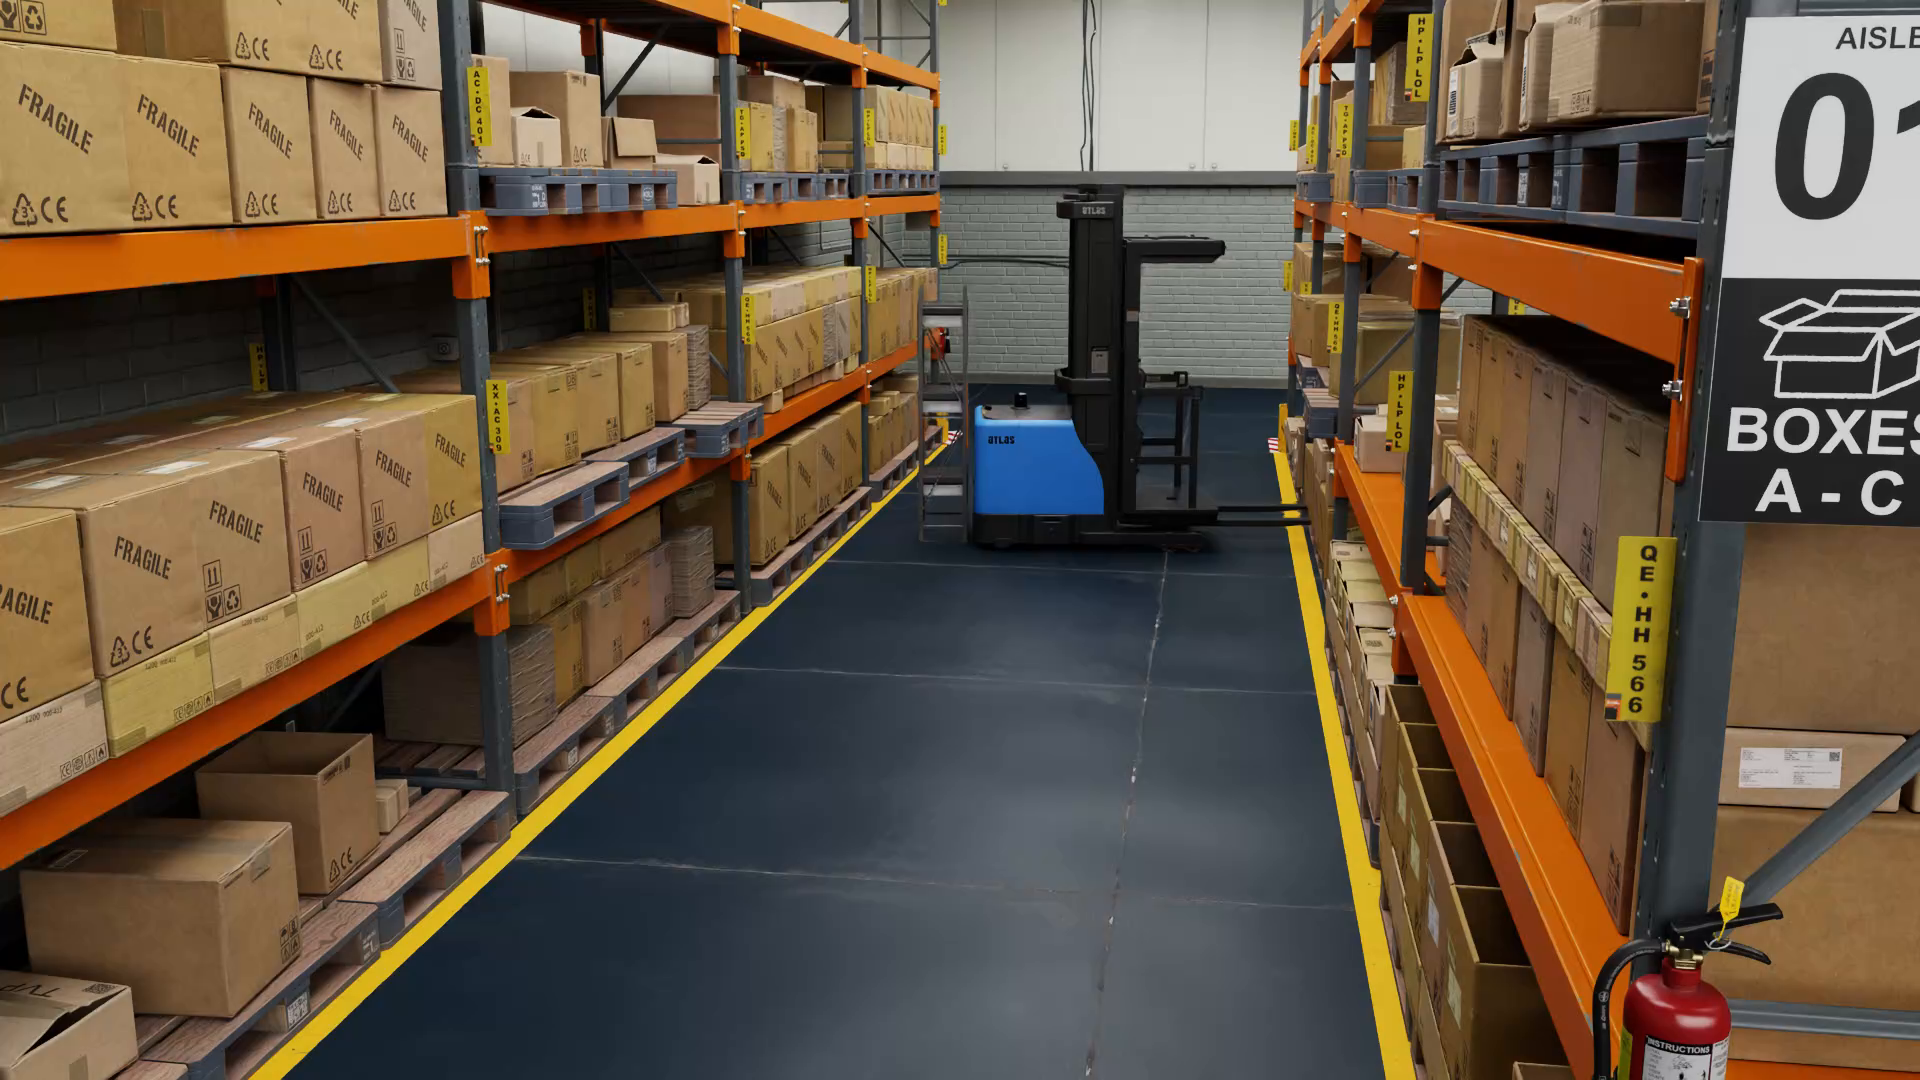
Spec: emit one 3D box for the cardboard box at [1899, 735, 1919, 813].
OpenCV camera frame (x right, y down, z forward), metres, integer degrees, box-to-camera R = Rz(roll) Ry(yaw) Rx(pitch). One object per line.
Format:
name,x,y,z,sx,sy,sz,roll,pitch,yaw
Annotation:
cardboard box,1.974,0.416,3.165,0.380,0.149,0.250,2,12,8

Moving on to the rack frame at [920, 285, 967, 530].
rack frame,-0.137,-1.113,14.172,0.400,2.100,0.015,0,12,0

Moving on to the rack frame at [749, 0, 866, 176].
rack frame,-1.348,-4.734,14.598,1.000,3.000,0.127,2,12,9

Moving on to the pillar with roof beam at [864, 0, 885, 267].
pillar with roof beam,3.081,-6.017,20.552,9.100,9.000,0.400,2,12,9

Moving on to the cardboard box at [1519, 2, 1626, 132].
cardboard box,1.703,-1.204,4.221,0.500,0.311,0.500,3,13,15

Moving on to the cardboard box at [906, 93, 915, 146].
cardboard box,-0.736,-4.273,16.925,0.500,0.500,0.500,1,12,6

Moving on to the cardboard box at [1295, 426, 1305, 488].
cardboard box,3.354,-0.762,15.299,0.500,0.500,0.500,2,12,9

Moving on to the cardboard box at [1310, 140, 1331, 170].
cardboard box,3.353,-3.389,14.646,0.500,0.250,0.500,2,12,9

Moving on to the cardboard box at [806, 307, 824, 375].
cardboard box,-1.397,-1.586,13.241,0.500,0.500,0.500,2,12,10

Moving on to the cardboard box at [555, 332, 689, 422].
cardboard box,-2.085,-1.017,10.310,0.700,0.500,0.500,1,12,3

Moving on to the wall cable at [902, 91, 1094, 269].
wall cable,0.490,-5.214,24.198,3.097,2.526,0.112,2,12,9

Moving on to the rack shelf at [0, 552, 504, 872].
rack shelf,-2.886,0.632,5.646,1.077,0.370,4.000,2,12,9

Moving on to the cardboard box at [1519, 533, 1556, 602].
cardboard box,1.808,0.082,4.715,0.380,0.149,0.250,2,12,8

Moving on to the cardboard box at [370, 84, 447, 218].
cardboard box,-2.413,-1.547,6.646,0.500,0.500,0.500,2,12,10

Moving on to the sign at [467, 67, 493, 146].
sign,-2.041,-1.839,7.058,0.100,0.325,0.005,2,12,9

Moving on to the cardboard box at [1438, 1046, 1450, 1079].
cardboard box,1.632,1.666,4.674,0.500,0.250,0.500,2,12,9

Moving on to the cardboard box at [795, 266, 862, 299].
cardboard box,-1.168,-2.266,14.617,0.500,0.250,0.500,2,12,10

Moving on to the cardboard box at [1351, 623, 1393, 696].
cardboard box,2.248,0.583,8.367,0.500,0.311,0.500,2,12,8

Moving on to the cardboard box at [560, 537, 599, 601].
cardboard box,-2.341,0.151,9.283,0.500,0.250,0.500,2,12,7

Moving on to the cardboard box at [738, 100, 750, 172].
cardboard box,-1.916,-2.913,11.990,0.700,0.500,0.500,1,12,6

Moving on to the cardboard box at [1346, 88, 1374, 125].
cardboard box,3.194,-3.030,12.343,0.600,0.600,0.600,1,12,6

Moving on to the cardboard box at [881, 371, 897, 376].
cardboard box,-0.921,-1.818,18.704,0.380,0.149,0.250,2,12,9

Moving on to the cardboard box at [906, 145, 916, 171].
cardboard box,-0.738,-3.903,16.985,0.500,0.250,0.500,2,12,7

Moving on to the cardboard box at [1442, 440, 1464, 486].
cardboard box,2.084,-0.292,6.452,0.380,0.149,0.250,2,12,9

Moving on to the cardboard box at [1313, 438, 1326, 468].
cardboard box,3.078,-0.700,13.230,0.500,0.250,0.500,2,12,9

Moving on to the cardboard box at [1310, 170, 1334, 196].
cardboard box,3.359,-3.144,14.698,0.500,0.250,0.500,2,12,9

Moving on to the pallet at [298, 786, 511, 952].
pallet,-2.647,1.369,7.142,1.003,0.211,1.213,2,12,9

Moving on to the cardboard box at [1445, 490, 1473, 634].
cardboard box,2.254,0.068,6.321,0.700,0.500,0.500,2,12,7

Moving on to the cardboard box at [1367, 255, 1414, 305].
cardboard box,3.897,-2.268,14.786,0.500,0.500,0.500,2,12,10

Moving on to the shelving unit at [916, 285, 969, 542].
shelving unit,-0.139,-1.061,13.933,0.431,2.100,0.503,0,12,0

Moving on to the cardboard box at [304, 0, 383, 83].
cardboard box,-2.462,-1.921,6.010,0.500,0.500,0.500,3,12,12

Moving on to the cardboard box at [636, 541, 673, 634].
cardboard box,-2.217,0.294,10.400,0.700,0.500,0.500,2,12,9

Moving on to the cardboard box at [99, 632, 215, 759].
cardboard box,-2.655,0.455,5.071,0.500,0.250,0.500,2,12,8

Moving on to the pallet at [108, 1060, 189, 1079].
pallet,-3.022,1.876,4.785,1.003,0.211,1.213,2,12,9

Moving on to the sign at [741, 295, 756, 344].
sign,-1.426,-1.480,11.180,0.100,0.325,0.005,2,12,9

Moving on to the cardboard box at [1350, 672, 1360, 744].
cardboard box,2.252,0.856,8.433,0.500,0.250,0.500,2,12,10

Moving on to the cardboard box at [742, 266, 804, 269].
cardboard box,-1.677,-2.284,14.702,0.500,0.250,0.500,2,12,10

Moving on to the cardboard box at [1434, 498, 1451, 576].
cardboard box,2.349,-0.006,7.259,0.500,0.250,0.500,3,12,12

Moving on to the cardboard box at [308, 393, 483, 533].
cardboard box,-2.346,-0.330,6.934,0.500,0.500,0.500,2,12,9

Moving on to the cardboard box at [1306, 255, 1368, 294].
cardboard box,3.369,-2.293,14.900,0.500,0.500,0.500,2,12,9

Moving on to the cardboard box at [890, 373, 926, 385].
cardboard box,-0.582,-1.752,18.402,0.380,0.149,0.250,2,12,8

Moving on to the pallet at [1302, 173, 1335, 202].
pallet,3.221,-2.666,12.571,1.213,0.211,1.003,2,12,9

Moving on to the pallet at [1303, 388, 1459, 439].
pallet,2.967,-0.858,11.311,1.213,0.211,1.003,2,12,9

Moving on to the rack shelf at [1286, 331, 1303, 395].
rack shelf,3.854,-1.706,16.496,1.077,0.370,4.000,2,12,9

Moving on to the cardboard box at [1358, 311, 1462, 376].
cardboard box,3.246,-1.382,12.050,0.700,0.500,0.500,4,13,19

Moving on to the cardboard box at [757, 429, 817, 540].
cardboard box,-1.580,-0.454,13.084,0.750,0.750,0.750,2,12,8

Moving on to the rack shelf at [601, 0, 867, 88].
rack shelf,-1.656,-3.770,12.784,1.077,0.370,4.000,2,12,9

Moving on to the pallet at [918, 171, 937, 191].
pallet,-0.837,-3.902,18.069,1.003,0.211,1.213,2,12,9

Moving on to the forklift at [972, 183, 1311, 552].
forklift,1.621,-1.445,13.739,3.031,2.935,1.130,0,12,0

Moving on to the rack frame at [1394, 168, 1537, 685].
rack frame,2.317,0.024,6.761,1.000,3.000,0.127,2,12,9

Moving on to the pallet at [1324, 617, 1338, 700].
pallet,2.767,0.725,10.130,1.003,0.211,1.213,2,12,9

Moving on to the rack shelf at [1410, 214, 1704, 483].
rack shelf,2.009,-0.674,4.589,1.077,0.370,4.000,2,12,9

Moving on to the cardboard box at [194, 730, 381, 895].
cardboard box,-2.699,1.089,6.711,0.500,0.500,0.500,1,12,4

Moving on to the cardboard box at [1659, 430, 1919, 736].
cardboard box,1.794,0.066,3.251,0.700,0.500,0.500,2,12,9

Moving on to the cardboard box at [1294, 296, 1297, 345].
cardboard box,3.679,-2.227,16.969,0.500,0.500,0.500,2,12,8

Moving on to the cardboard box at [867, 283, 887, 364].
cardboard box,-1.249,-2.060,15.720,0.980,0.700,0.700,2,12,10

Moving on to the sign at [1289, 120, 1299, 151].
sign,3.626,-4.385,18.026,0.100,0.325,0.005,2,12,9
